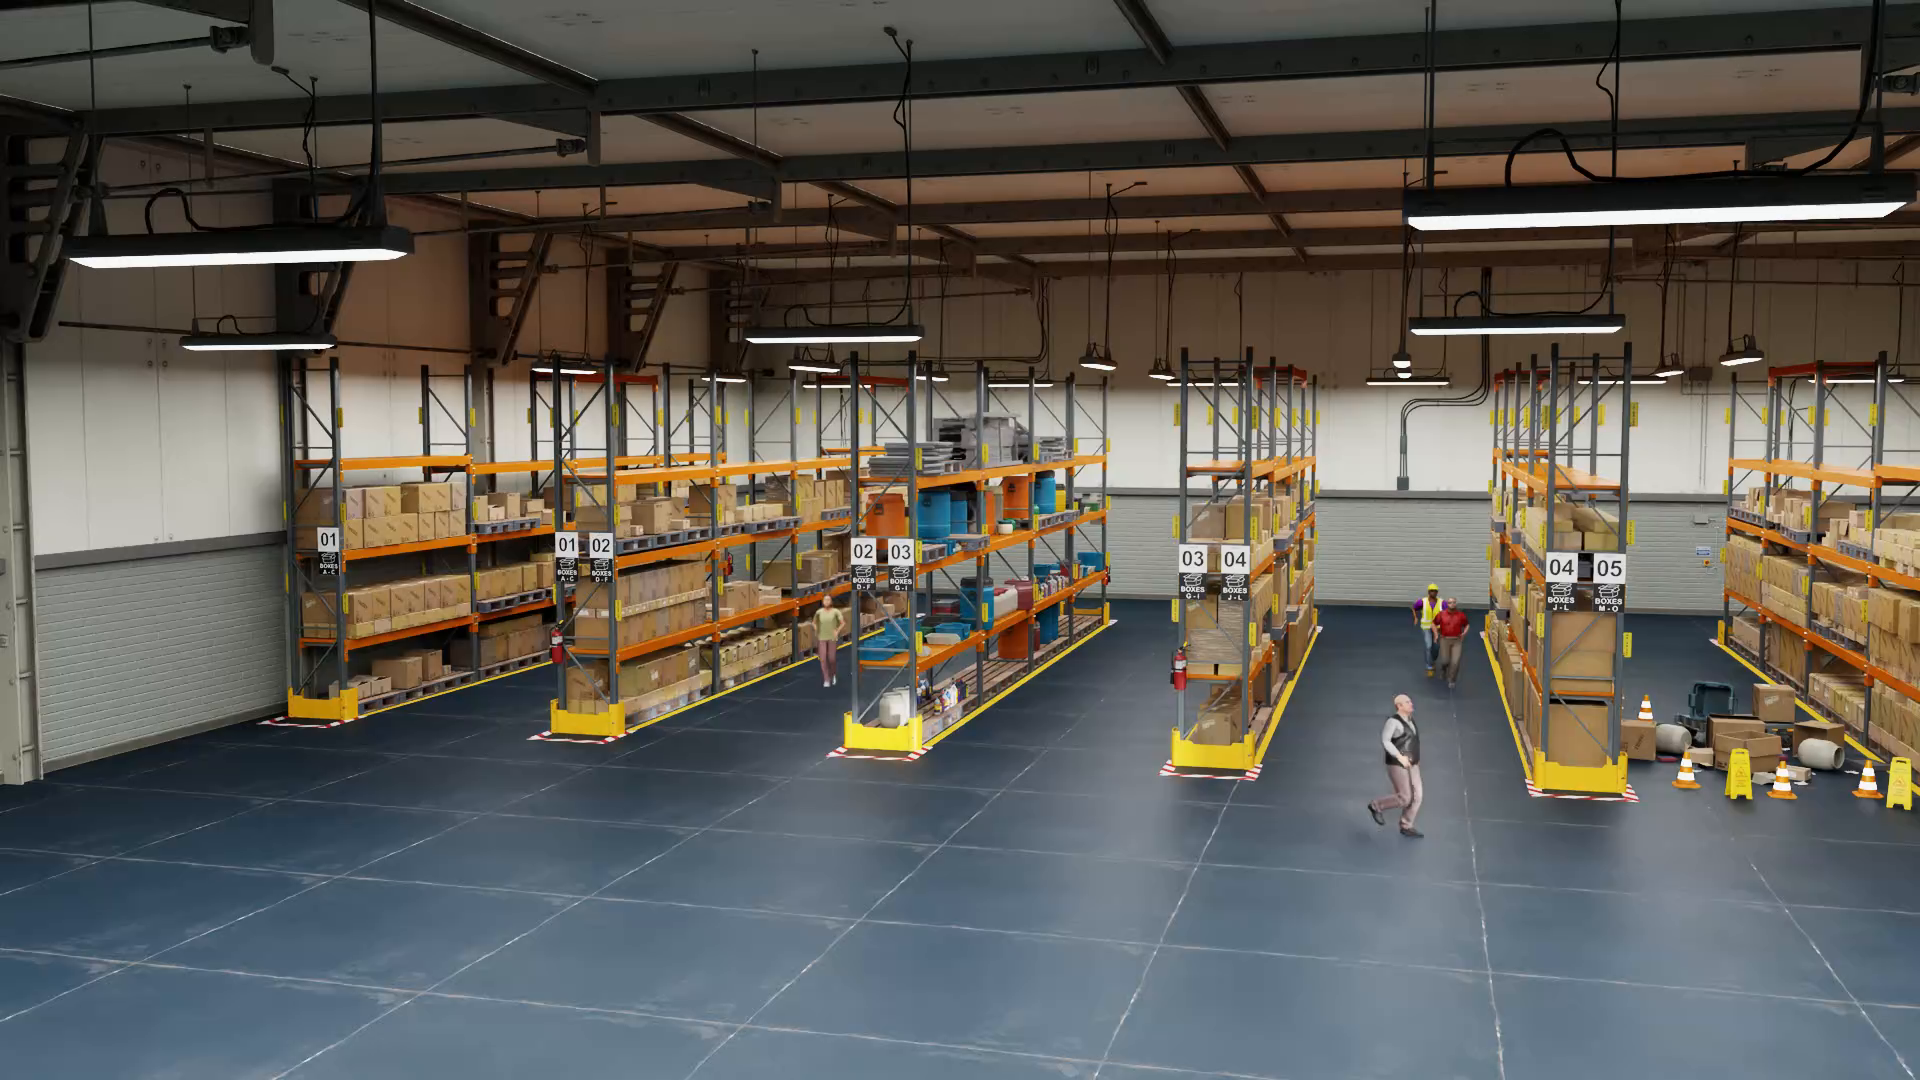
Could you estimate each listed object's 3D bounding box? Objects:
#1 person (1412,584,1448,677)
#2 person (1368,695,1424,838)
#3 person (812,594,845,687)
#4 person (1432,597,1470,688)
[{"bbox_3d":[9.157,1.725,32.247,0.700,1.754,0.989,1,4,7],"label":"person"},{"bbox_3d":[5.256,2.698,20.018,0.643,1.698,0.668,4,6,44],"label":"person"},{"bbox_3d":[-2.324,1.753,29.181,0.578,1.631,0.519,0,4,5],"label":"person"},{"bbox_3d":[9.116,1.900,30.869,0.677,1.675,0.604,1,4,10],"label":"person"}]
